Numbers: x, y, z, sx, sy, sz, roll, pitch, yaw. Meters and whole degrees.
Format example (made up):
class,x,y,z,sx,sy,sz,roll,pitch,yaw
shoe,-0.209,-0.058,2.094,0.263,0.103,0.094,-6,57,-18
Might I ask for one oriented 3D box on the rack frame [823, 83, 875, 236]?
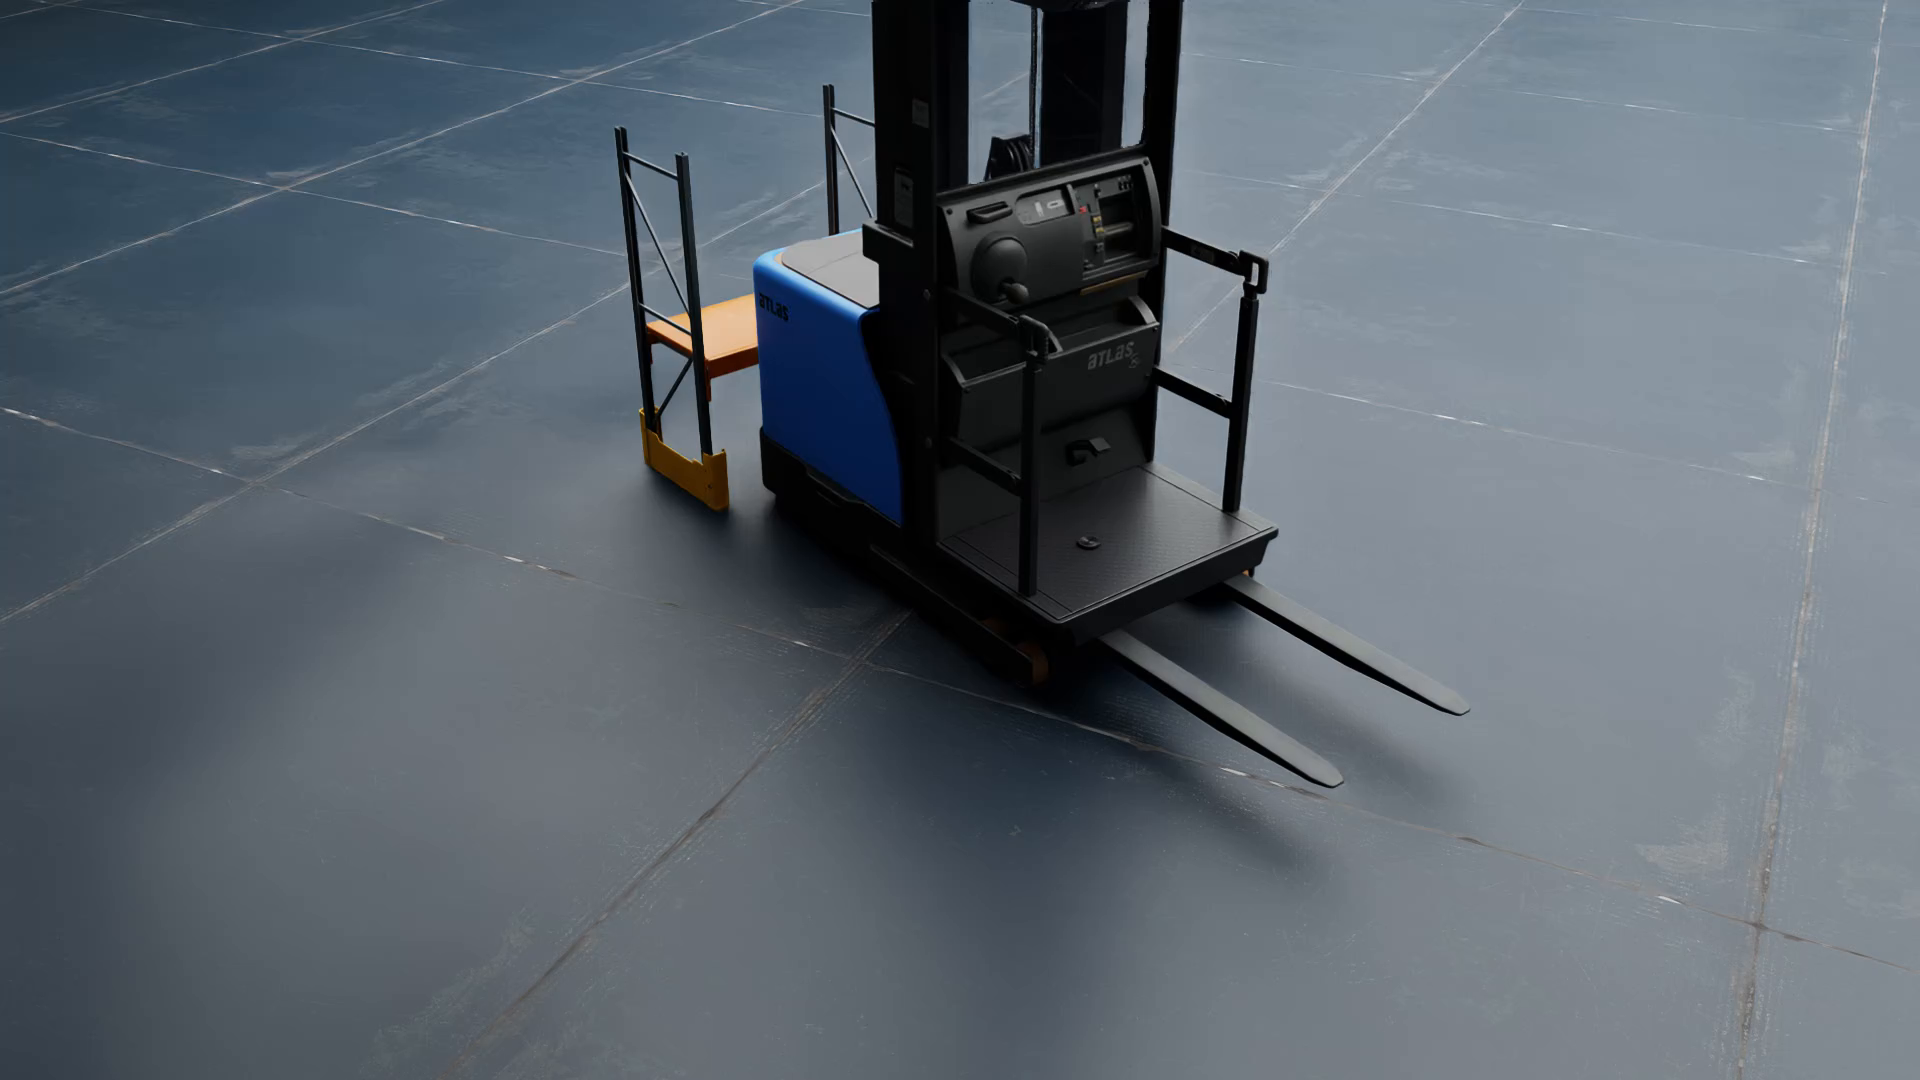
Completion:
class,x,y,z,sx,sy,sz,roll,pitch,yaw
rack frame,-0.419,-1.219,7.366,0.032,1.500,0.500,-23,37,-34

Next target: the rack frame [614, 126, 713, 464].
class,x,y,z,sx,sy,sz,roll,pitch,yaw
rack frame,-1.197,-0.893,6.799,0.032,1.500,0.500,-23,37,-34

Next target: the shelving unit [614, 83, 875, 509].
class,x,y,z,sx,sy,sz,roll,pitch,yaw
shelving unit,-0.801,-1.059,7.088,1.083,1.500,0.587,-23,37,-34

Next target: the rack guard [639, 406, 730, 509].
class,x,y,z,sx,sy,sz,roll,pitch,yaw
rack guard,-1.182,-0.357,7.121,0.087,0.250,0.587,-23,37,-34

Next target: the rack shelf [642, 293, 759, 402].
class,x,y,z,sx,sy,sz,roll,pitch,yaw
rack shelf,-0.808,-0.900,7.172,1.000,0.185,0.538,-23,37,-34

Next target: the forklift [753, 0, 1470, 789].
class,x,y,z,sx,sy,sz,roll,pitch,yaw
forklift,0.461,-1.031,5.602,1.130,2.935,3.031,-21,36,-32
